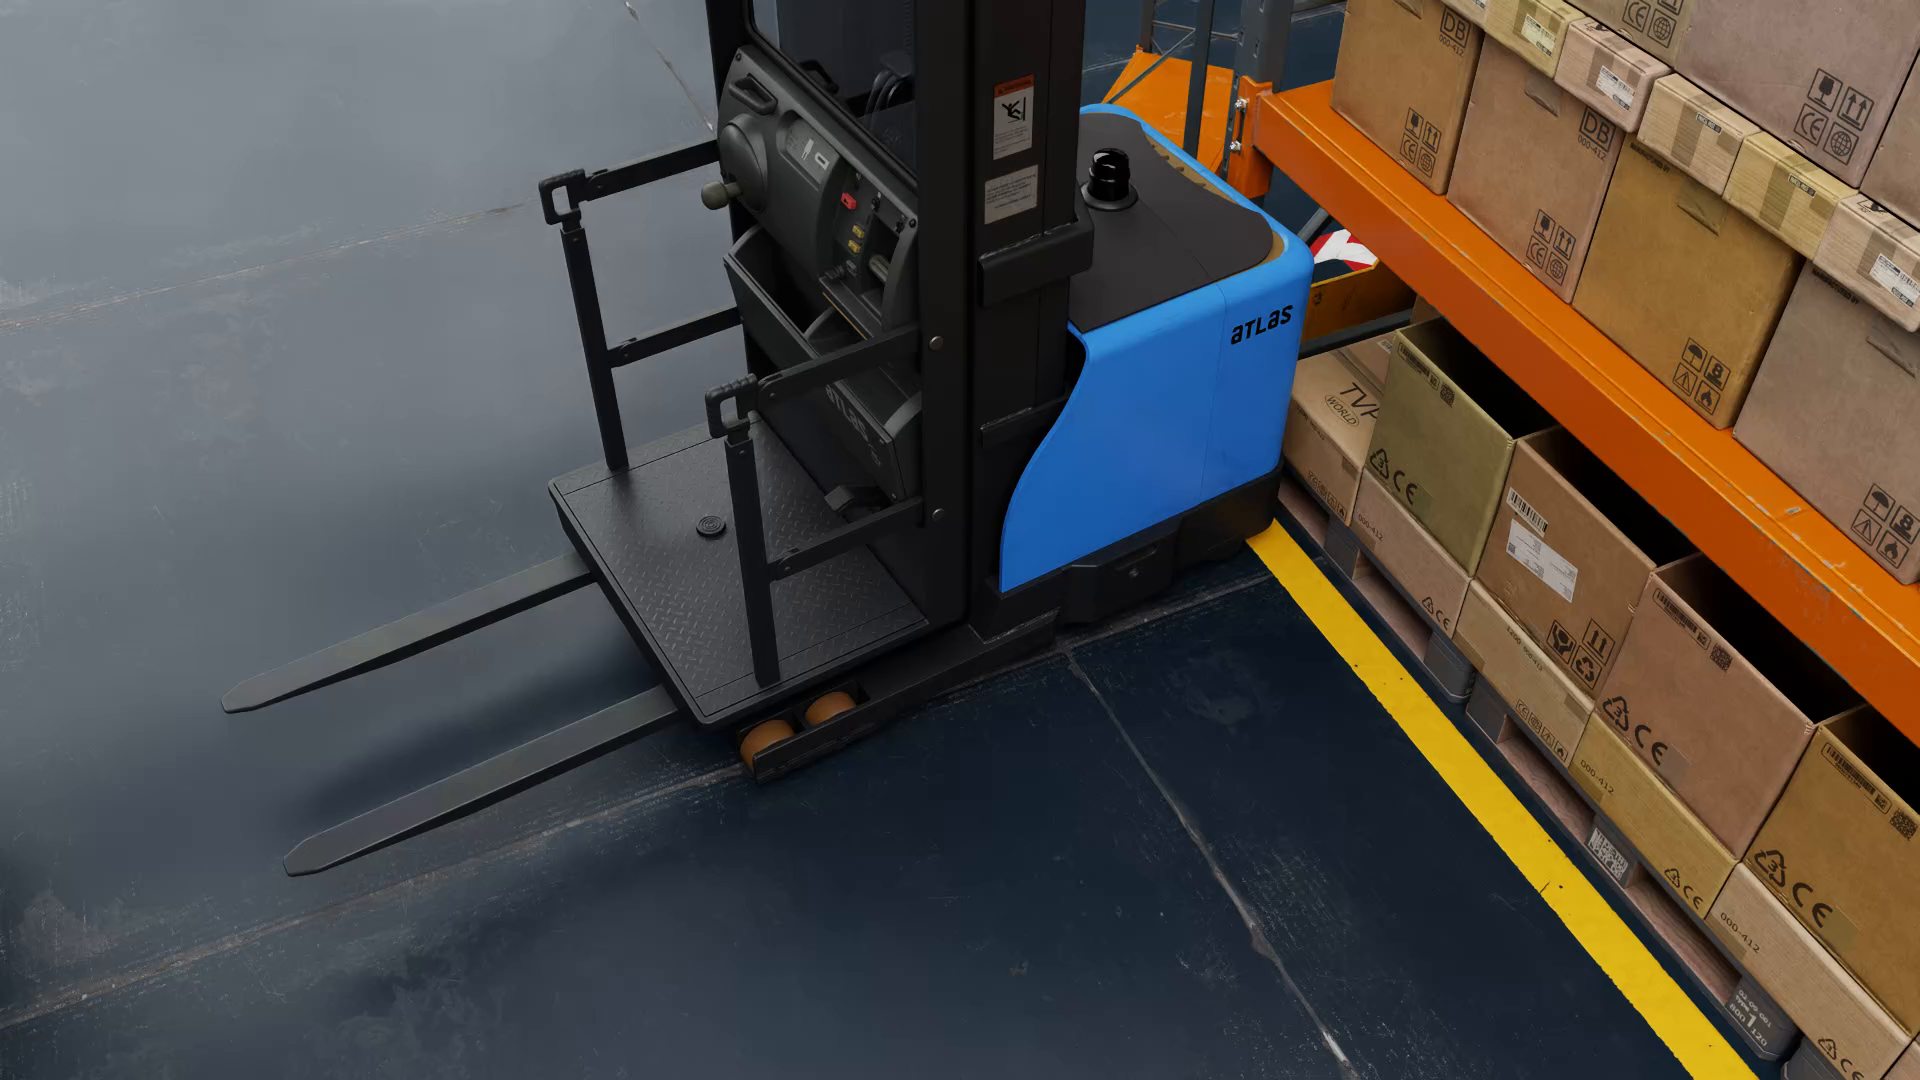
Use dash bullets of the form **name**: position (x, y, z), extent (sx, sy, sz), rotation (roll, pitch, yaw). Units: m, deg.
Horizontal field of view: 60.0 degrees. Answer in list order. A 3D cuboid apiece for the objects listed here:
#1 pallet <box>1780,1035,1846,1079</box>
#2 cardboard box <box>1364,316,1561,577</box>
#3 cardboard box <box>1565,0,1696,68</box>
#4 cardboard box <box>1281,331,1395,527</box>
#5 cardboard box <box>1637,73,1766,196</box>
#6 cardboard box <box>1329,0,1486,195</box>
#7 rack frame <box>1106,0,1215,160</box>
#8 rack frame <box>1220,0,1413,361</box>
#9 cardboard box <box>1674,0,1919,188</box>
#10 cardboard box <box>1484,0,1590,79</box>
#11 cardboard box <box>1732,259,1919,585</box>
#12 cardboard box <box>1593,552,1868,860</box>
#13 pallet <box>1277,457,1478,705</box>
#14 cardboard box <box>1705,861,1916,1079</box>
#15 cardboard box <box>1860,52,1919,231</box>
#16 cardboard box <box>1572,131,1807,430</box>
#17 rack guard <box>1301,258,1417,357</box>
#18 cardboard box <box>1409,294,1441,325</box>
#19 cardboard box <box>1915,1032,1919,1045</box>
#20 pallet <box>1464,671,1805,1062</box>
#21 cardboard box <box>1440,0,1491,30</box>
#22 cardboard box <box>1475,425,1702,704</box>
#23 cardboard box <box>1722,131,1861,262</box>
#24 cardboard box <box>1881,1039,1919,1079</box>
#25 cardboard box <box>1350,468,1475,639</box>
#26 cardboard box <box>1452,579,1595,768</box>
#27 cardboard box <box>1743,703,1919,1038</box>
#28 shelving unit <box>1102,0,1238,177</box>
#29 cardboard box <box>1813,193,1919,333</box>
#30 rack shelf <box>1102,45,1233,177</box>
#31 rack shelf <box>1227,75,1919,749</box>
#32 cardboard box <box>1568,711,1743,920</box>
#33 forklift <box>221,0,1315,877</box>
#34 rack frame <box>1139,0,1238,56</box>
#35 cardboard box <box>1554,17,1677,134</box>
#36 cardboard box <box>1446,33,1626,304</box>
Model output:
- **pallet**: position (2.644, 1.431, 3.650), extent (1.003, 0.211, 1.213), rotation (-18, 47, -17)
- **cardboard box**: position (1.495, -0.304, 4.547), extent (0.500, 0.500, 0.500), rotation (-18, 47, -17)
- **cardboard box**: position (1.692, -1.421, 3.559), extent (0.700, 0.500, 0.500), rotation (-19, 48, -18)
- **cardboard box**: position (1.283, -0.355, 5.133), extent (0.500, 0.250, 0.500), rotation (-18, 47, -17)
- **cardboard box**: position (1.664, -0.887, 3.481), extent (0.380, 0.149, 0.250), rotation (-20, 48, -19)
- **cardboard box**: position (1.444, -1.326, 4.387), extent (0.700, 0.500, 0.500), rotation (-18, 47, -17)
- **rack frame**: position (0.510, -1.178, 5.376), extent (0.500, 1.500, 0.032), rotation (16, 47, 16)
- **rack frame**: position (1.259, -1.592, 4.728), extent (1.000, 3.000, 0.127), rotation (-18, 47, -17)
- **cardboard box**: position (1.905, -1.100, 3.234), extent (0.700, 0.500, 0.500), rotation (-18, 47, -17)
- **cardboard box**: position (1.446, -1.218, 3.816), extent (0.380, 0.149, 0.250), rotation (-18, 47, -17)
- **cardboard box**: position (2.097, -0.340, 3.388), extent (0.700, 0.500, 0.500), rotation (-17, 47, -16)
- **cardboard box**: position (1.911, 0.335, 3.900), extent (0.500, 0.500, 0.500), rotation (-18, 47, -17)
- **pallet**: position (1.619, -0.124, 5.226), extent (1.003, 0.211, 1.213), rotation (-18, 47, -17)
- **cardboard box**: position (2.123, 0.920, 3.841), extent (0.500, 0.250, 0.500), rotation (-18, 47, -17)
- **cardboard box**: position (2.115, -0.781, 2.911), extent (0.700, 0.500, 0.500), rotation (-18, 47, -17)
- **cardboard box**: position (1.872, -0.675, 3.727), extent (0.700, 0.500, 0.500), rotation (-18, 47, -17)
- **rack guard**: position (1.249, -0.717, 5.621), extent (1.175, 0.500, 0.348), rotation (-18, 47, -17)
- **cardboard box**: position (1.754, -0.776, 5.025), extent (0.500, 0.500, 0.500), rotation (-18, 47, -17)
- **cardboard box**: position (2.348, 0.966, 3.260), extent (0.500, 0.500, 0.500), rotation (-18, 47, -17)
- **pallet**: position (2.128, 0.652, 4.439), extent (1.003, 0.211, 1.213), rotation (-18, 47, -17)
- **cardboard box**: position (1.342, -1.377, 3.977), extent (0.380, 0.149, 0.250), rotation (-19, 48, -18)
- **cardboard box**: position (1.716, 0.011, 4.228), extent (0.500, 0.500, 0.500), rotation (-18, 47, -17)
- **cardboard box**: position (1.772, -0.725, 3.316), extent (0.380, 0.149, 0.250), rotation (-19, 48, -18)
- **cardboard box**: position (2.346, 1.234, 3.522), extent (0.500, 0.250, 0.500), rotation (-18, 47, -17)
- **cardboard box**: position (1.496, -0.038, 4.811), extent (0.500, 0.250, 0.500), rotation (-18, 47, -17)
- **cardboard box**: position (1.706, 0.281, 4.488), extent (0.500, 0.250, 0.500), rotation (-18, 47, -17)
- **cardboard box**: position (2.134, 0.649, 3.581), extent (0.500, 0.500, 0.500), rotation (-18, 47, -17)
- **shelving unit**: position (0.701, -1.502, 5.705), extent (0.587, 1.500, 1.083), rotation (16, 47, 16)
- **cardboard box**: position (1.874, -0.565, 3.154), extent (0.380, 0.149, 0.250), rotation (-18, 47, -17)
- **rack shelf**: position (0.705, -1.380, 5.837), extent (0.538, 0.185, 1.000), rotation (16, 47, 16)
- **rack shelf**: position (2.100, -0.061, 3.689), extent (1.077, 0.370, 4.000), rotation (-18, 47, -17)
- **cardboard box**: position (1.912, 0.601, 4.164), extent (0.500, 0.250, 0.500), rotation (-18, 47, -17)
- **forklift**: position (-0.537, -0.812, 3.986), extent (3.031, 2.935, 1.130), rotation (-23, 49, -22)
- **rack frame**: position (0.900, -1.838, 6.045), extent (0.500, 1.500, 0.032), rotation (16, 47, 16)
- **cardboard box**: position (1.550, -1.056, 3.652), extent (0.380, 0.149, 0.250), rotation (-19, 48, -18)
- **cardboard box**: position (1.669, -0.993, 4.049), extent (0.700, 0.500, 0.500), rotation (-17, 47, -16)
